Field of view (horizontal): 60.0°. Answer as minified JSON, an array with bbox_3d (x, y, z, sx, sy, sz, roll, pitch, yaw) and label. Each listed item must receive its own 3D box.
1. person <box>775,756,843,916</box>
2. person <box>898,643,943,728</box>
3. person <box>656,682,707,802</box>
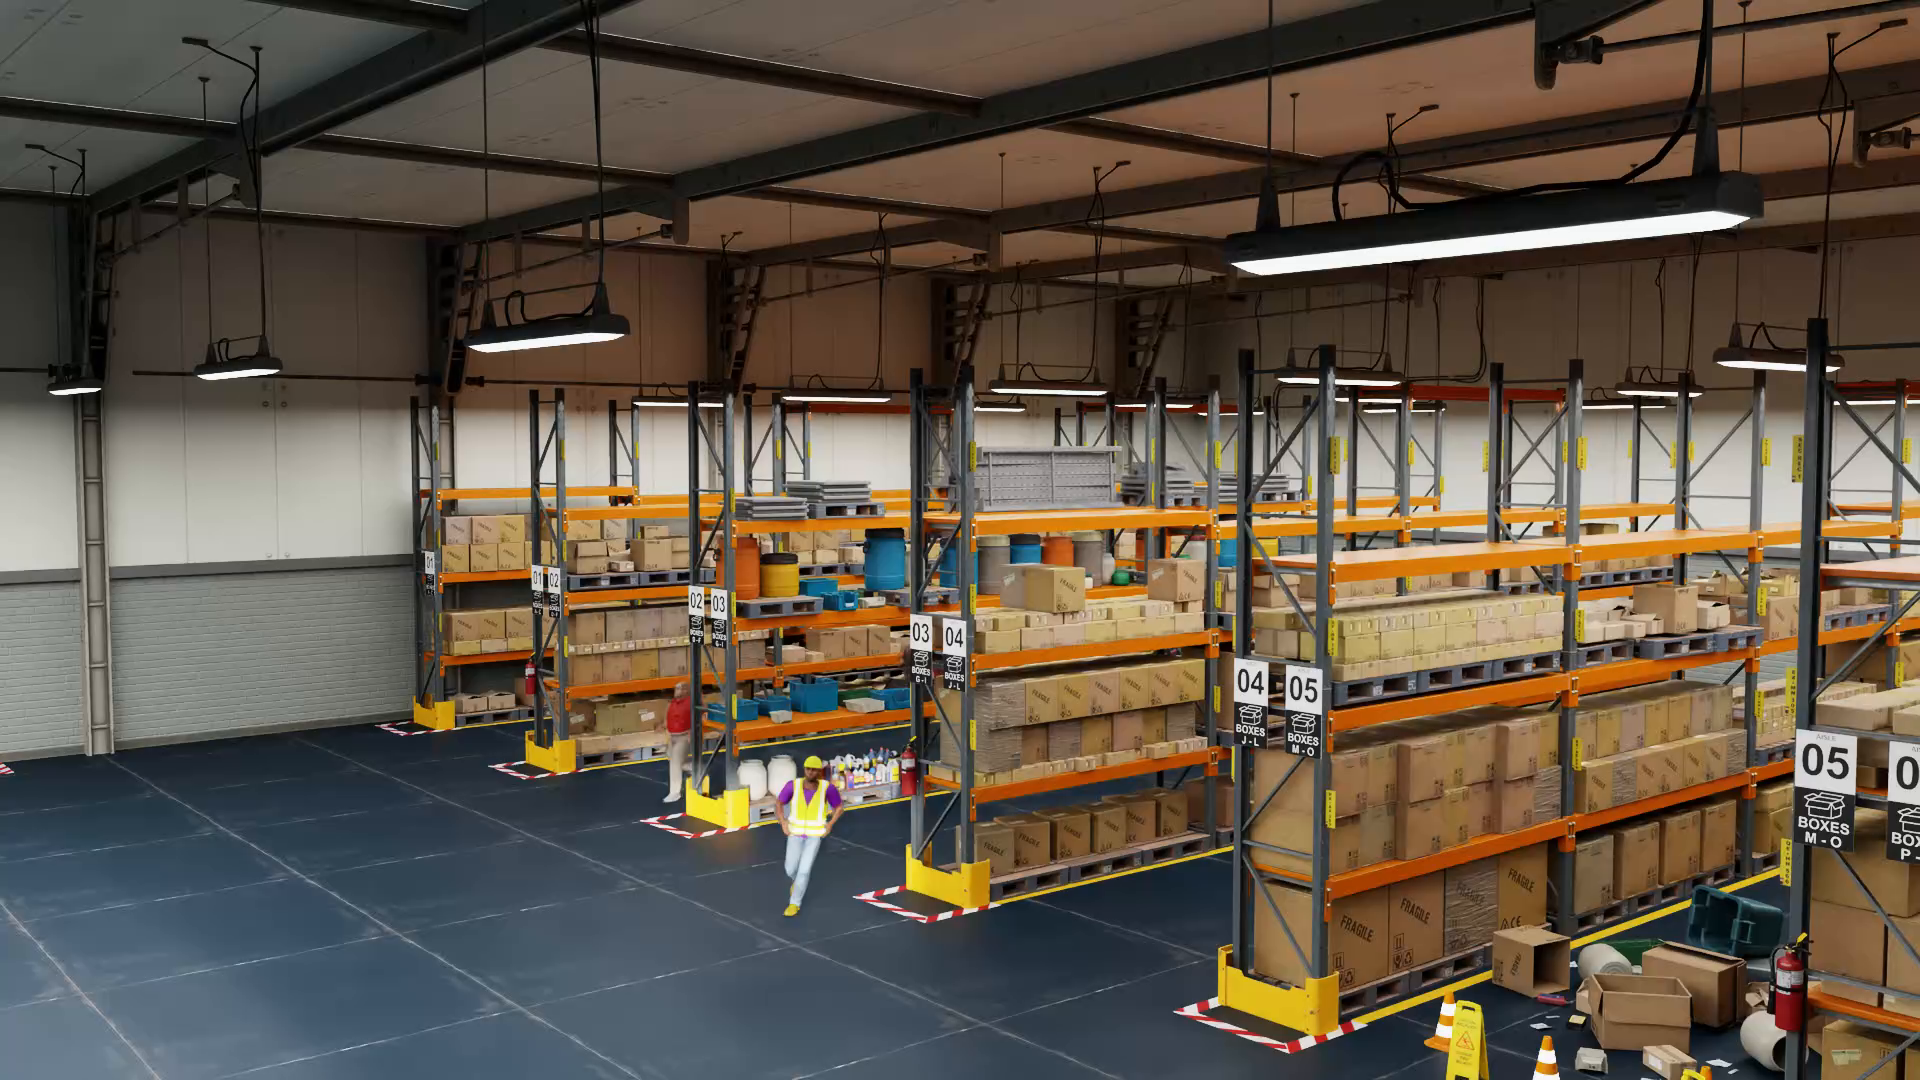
[{"bbox_3d":[-1.668,3.224,18.362,0.746,1.725,0.696,0,3,2],"label":"person"},{"bbox_3d":[-0.727,2.408,27.990,0.685,1.807,0.773,3,4,40],"label":"person"},{"bbox_3d":[-3.988,2.915,24.116,0.671,1.739,0.831,3,5,43],"label":"person"}]
